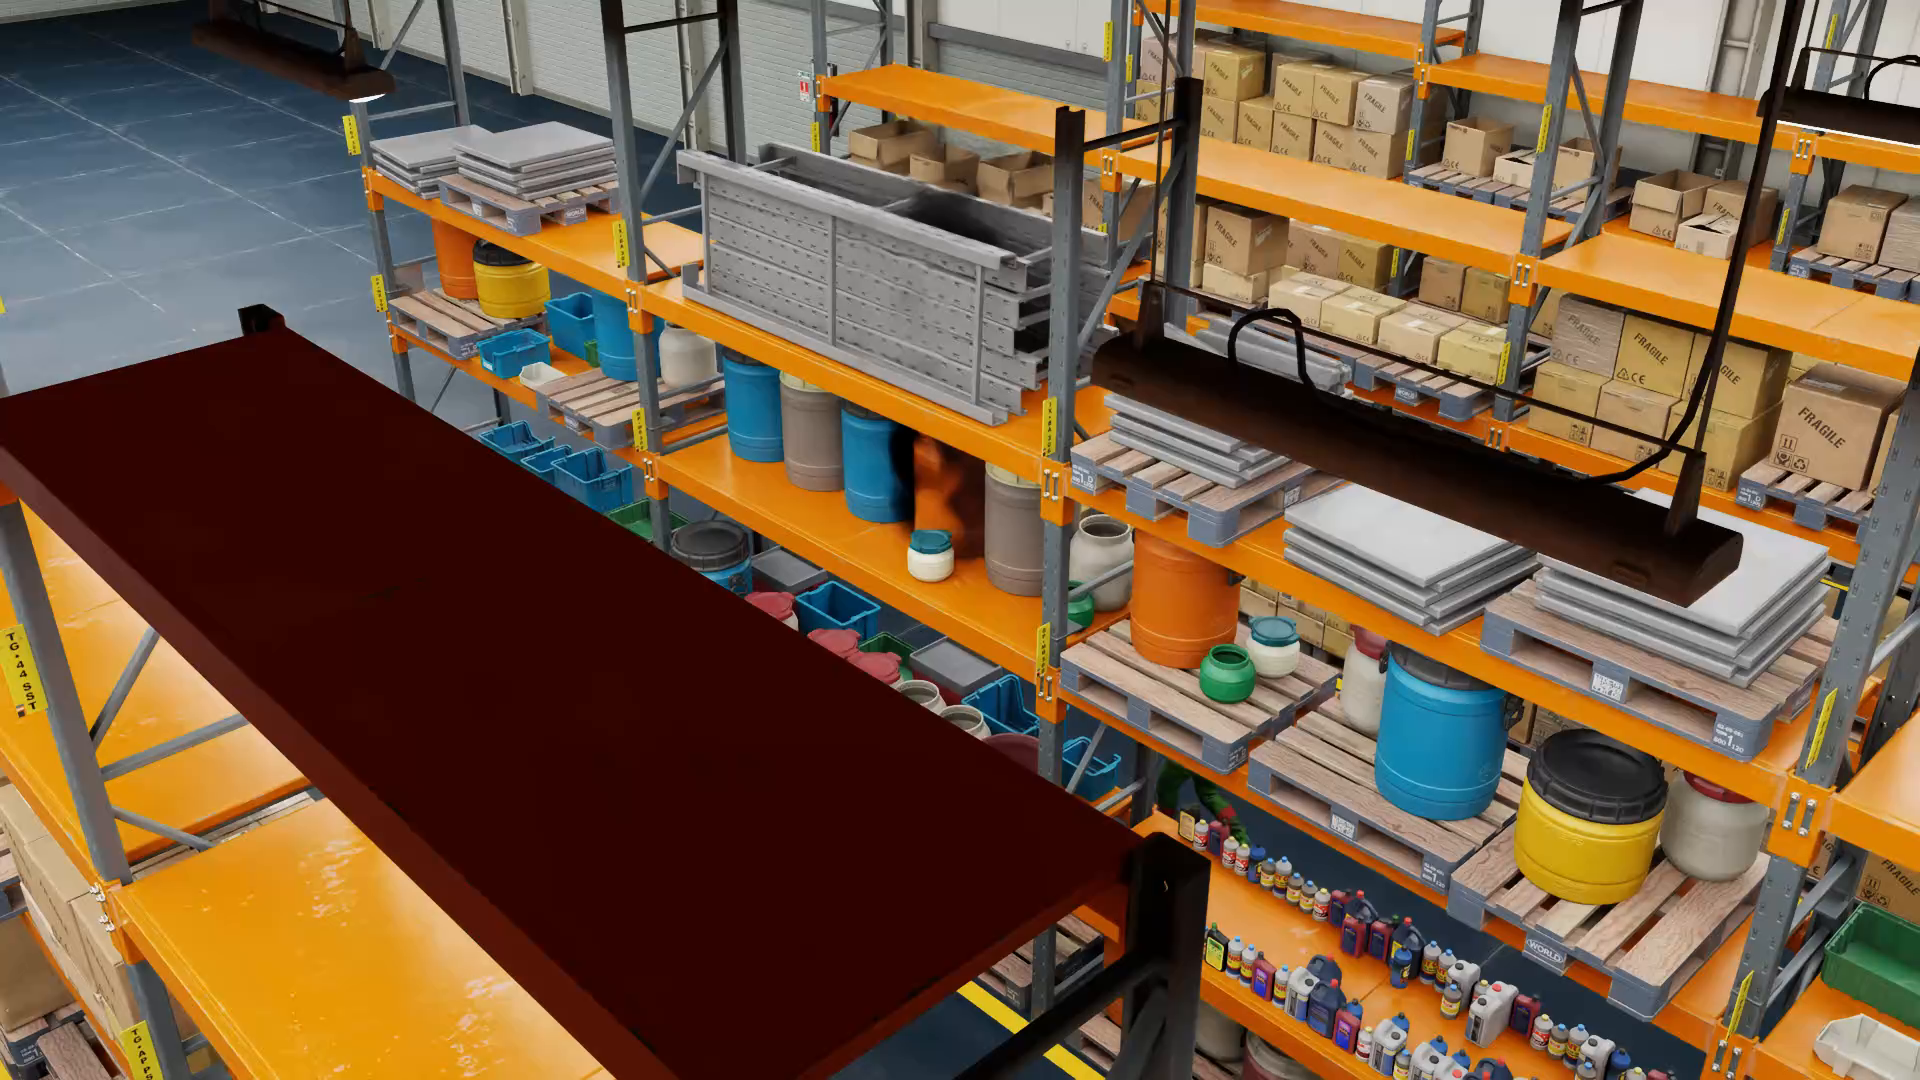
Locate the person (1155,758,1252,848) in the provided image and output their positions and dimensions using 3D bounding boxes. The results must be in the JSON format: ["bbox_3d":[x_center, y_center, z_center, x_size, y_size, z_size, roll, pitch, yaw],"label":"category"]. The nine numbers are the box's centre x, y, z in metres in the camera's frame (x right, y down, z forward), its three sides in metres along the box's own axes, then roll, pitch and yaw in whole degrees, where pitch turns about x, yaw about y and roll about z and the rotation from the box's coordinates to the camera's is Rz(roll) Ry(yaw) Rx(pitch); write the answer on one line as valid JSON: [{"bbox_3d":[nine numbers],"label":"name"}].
[{"bbox_3d":[1.679,1.531,12.117,0.670,1.783,0.850,-25,37,-38],"label":"person"}]
